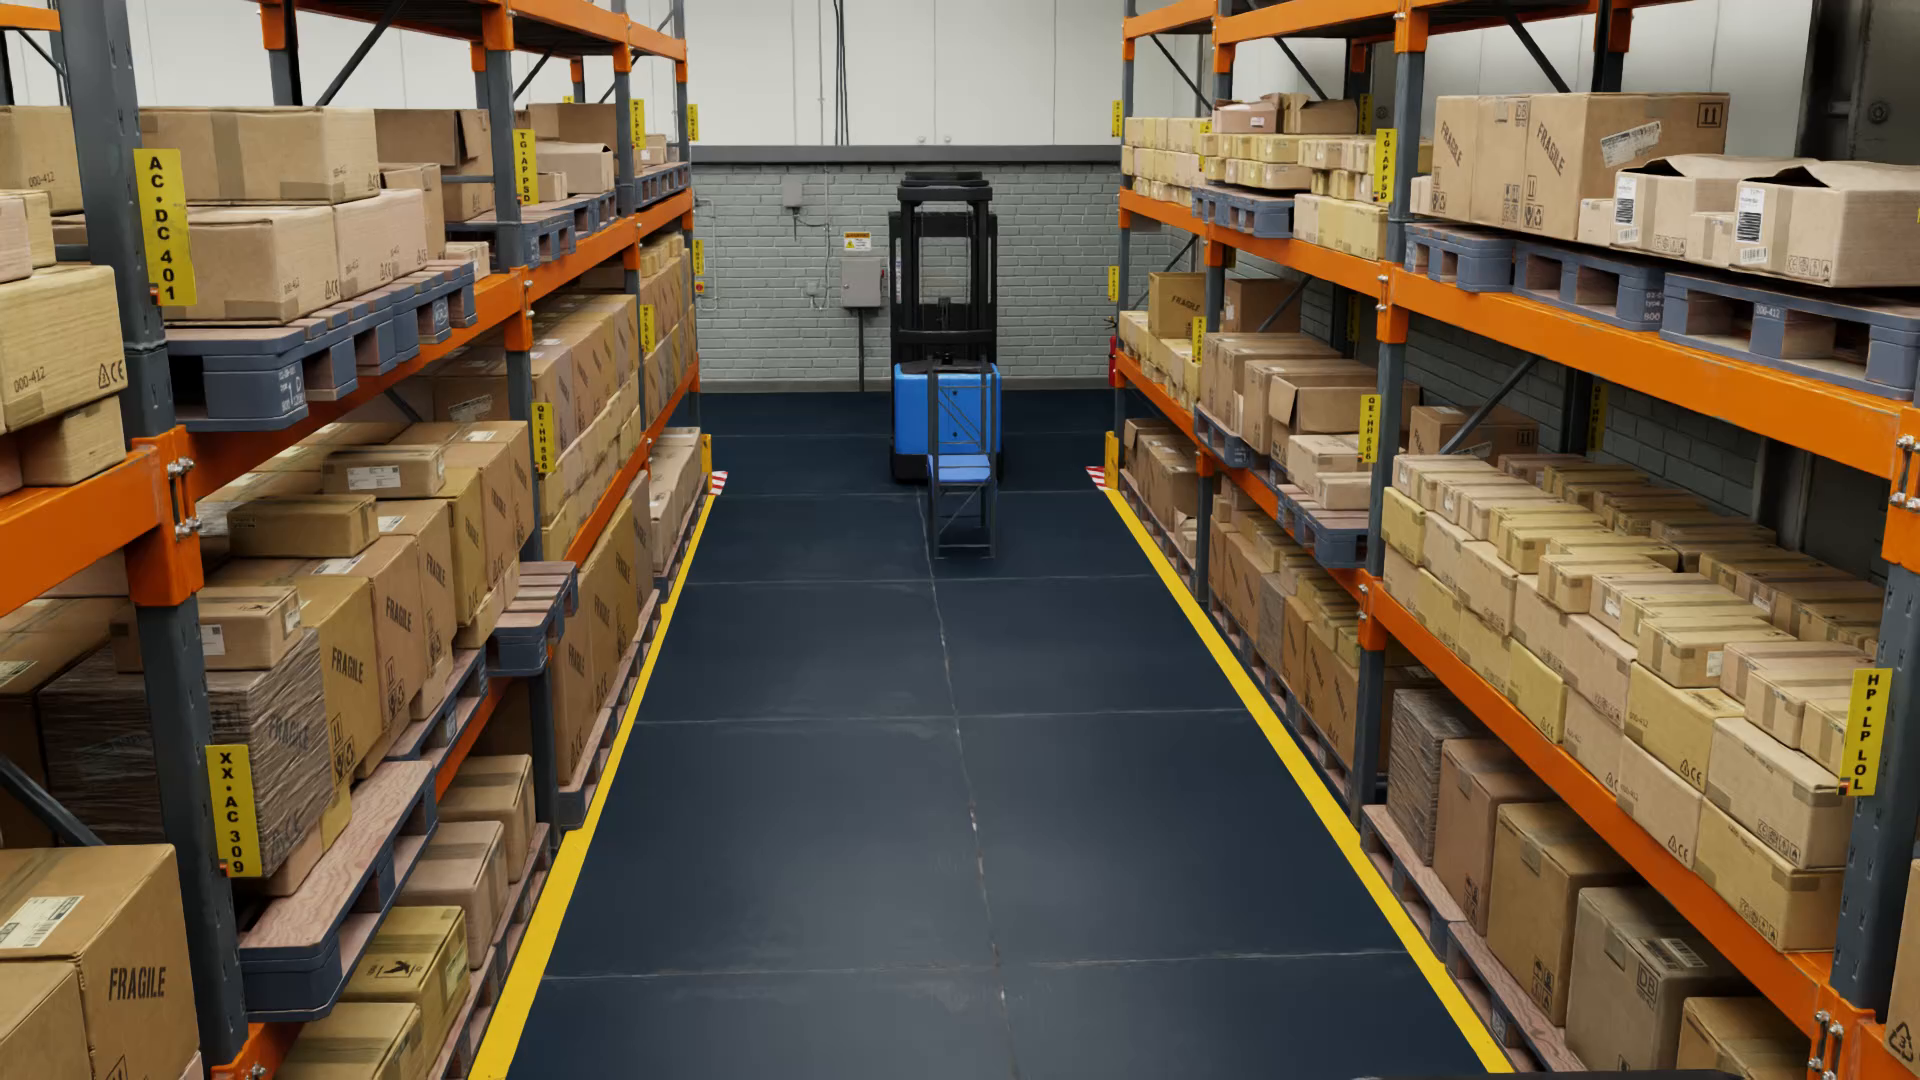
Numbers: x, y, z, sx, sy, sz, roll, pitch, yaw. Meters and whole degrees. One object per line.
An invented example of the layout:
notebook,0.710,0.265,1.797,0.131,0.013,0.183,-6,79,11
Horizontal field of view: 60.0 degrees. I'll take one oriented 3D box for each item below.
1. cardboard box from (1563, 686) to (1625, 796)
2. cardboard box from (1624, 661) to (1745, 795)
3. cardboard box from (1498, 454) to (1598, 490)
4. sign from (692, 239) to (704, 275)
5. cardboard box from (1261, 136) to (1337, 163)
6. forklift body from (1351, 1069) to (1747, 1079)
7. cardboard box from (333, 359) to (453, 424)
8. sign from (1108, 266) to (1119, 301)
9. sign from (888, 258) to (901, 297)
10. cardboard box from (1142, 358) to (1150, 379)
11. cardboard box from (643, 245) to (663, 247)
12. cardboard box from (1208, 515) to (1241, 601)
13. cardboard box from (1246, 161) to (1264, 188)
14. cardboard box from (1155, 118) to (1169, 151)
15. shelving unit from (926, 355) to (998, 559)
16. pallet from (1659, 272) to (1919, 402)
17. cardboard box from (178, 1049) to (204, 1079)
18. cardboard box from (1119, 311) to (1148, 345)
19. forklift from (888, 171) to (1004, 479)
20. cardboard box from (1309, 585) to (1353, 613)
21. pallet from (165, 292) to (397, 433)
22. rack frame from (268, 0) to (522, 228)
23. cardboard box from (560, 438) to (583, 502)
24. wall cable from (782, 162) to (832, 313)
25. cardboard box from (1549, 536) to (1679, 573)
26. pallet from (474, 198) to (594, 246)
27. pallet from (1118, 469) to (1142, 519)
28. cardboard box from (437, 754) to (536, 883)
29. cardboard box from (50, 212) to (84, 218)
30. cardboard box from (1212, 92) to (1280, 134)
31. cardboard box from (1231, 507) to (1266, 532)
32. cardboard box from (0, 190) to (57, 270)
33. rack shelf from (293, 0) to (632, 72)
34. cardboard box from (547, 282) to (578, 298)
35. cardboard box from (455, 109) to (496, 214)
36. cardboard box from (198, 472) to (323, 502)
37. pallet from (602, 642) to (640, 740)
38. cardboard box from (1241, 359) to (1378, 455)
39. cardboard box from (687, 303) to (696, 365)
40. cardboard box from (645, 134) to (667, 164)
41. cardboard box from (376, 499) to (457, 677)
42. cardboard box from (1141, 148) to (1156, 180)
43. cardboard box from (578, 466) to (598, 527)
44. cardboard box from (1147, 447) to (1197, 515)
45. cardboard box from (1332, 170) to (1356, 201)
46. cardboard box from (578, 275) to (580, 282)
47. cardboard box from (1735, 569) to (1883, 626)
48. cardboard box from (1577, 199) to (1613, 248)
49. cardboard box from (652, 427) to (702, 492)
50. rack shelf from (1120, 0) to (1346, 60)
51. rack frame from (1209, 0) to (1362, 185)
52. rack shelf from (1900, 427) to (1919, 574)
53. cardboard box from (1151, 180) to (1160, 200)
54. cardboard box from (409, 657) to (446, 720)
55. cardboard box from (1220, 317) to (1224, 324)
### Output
cardboard box,2.406,0.681,5.662,0.500,0.250,0.500,-1,14,-3
cardboard box,2.410,0.563,5.117,0.500,0.250,0.500,-1,14,-5
cardboard box,2.709,-0.301,7.675,0.380,0.149,0.250,0,14,-2
sign,-2.420,-2.609,15.347,0.100,0.325,0.005,-1,14,-3
cardboard box,1.974,-2.275,9.692,0.380,0.149,0.250,-1,14,-3
forklift body,1.045,1.941,2.167,2.313,2.155,1.214,-1,14,-3
cardboard box,-2.760,-0.596,8.116,0.500,0.500,0.500,-1,14,-5
sign,1.450,-2.417,15.663,0.100,0.325,0.005,-1,14,-3
sign,-0.749,-3.340,21.177,0.329,0.494,0.001,-1,14,-3
cardboard box,1.768,-1.477,14.252,0.380,0.149,0.250,-1,14,-5
cardboard box,-2.609,-2.307,13.464,0.380,0.149,0.250,0,14,-2
cardboard box,2.045,0.120,11.715,0.500,0.500,0.500,0,14,-1
cardboard box,1.933,-2.196,9.984,0.380,0.149,0.250,-1,14,-2
cardboard box,1.868,-3.280,13.435,0.500,0.250,0.500,0,14,-2
shelving unit,0.005,-0.705,13.757,0.538,1.500,1.048,-1,14,-3
pallet,2.667,-0.601,4.706,0.805,0.209,1.217,-1,15,-6
cardboard box,-1.895,1.253,3.642,0.380,0.149,0.250,-1,14,-4
cardboard box,1.751,-1.960,15.330,0.500,0.250,0.500,-1,14,-3
forklift,-0.181,-2.323,17.173,1.130,2.935,3.031,-1,14,-3
cardboard box,2.213,0.358,9.488,0.380,0.149,0.250,0,14,-2
pallet,-2.151,-0.461,4.155,1.213,0.211,1.003,-1,14,-3
rack frame,-2.467,-2.844,7.021,1.000,3.000,0.127,-1,14,-3
cardboard box,-2.283,-0.367,8.730,0.500,0.250,0.500,-1,14,-2
wall cable,-1.920,-3.847,20.921,0.588,1.984,0.122,-1,14,-3
cardboard box,2.416,0.089,6.159,0.380,0.149,0.250,-1,14,-3
pallet,-2.632,-1.737,9.119,1.003,0.211,1.213,0,14,-1
pallet,2.047,-0.438,15.307,1.003,0.211,1.213,-1,14,-3
cardboard box,-2.442,1.271,7.497,0.950,0.372,0.625,-2,15,-7
cardboard box,-2.400,-0.671,4.051,0.500,0.250,0.500,-1,14,-5
cardboard box,1.910,-2.858,11.129,0.396,0.266,0.258,-1,14,-4
cardboard box,2.090,-0.157,11.489,0.380,0.149,0.250,-1,14,-5
cardboard box,-1.981,-0.586,3.168,0.380,0.149,0.250,-1,14,-2
rack shelf,-2.591,-2.800,9.094,1.077,0.370,4.000,-1,14,-3
cardboard box,-3.019,-1.579,11.938,0.500,0.500,0.500,-1,14,-4
cardboard box,-2.718,-1.887,8.276,0.700,0.500,0.500,-2,15,-6
cardboard box,-2.591,0.042,6.202,0.500,0.500,0.500,-1,14,-2
pallet,-2.513,0.912,10.060,1.003,0.211,1.213,-1,14,-3
cardboard box,2.127,-0.815,10.132,0.700,0.500,0.500,-1,14,-4
cardboard box,-2.668,-1.861,15.039,0.500,0.500,0.500,-1,14,-3
cardboard box,-2.845,-3.450,14.652,0.500,0.250,0.500,-2,15,-9
cardboard box,-2.053,0.164,5.730,0.500,0.500,0.500,-1,15,-6
cardboard box,1.818,-3.162,13.980,0.500,0.250,0.500,-1,14,-5
cardboard box,-2.322,-0.250,9.279,0.500,0.250,0.500,0,14,-2
cardboard box,1.882,-0.499,14.120,0.500,0.500,0.500,-1,14,-2
cardboard box,2.179,-1.866,8.739,0.380,0.149,0.250,-1,14,-3
cardboard box,-2.965,-1.982,12.199,0.380,0.149,0.250,-1,14,-3
cardboard box,2.901,0.207,5.699,0.380,0.149,0.250,-1,14,-4
cardboard box,2.316,-1.065,5.587,0.380,0.149,0.250,-1,14,-4
cardboard box,-2.822,-0.728,15.137,0.875,0.438,0.875,-1,14,-5
rack shelf,2.116,-4.064,13.213,1.077,0.370,4.000,-1,14,-3
rack frame,2.239,-3.917,11.189,1.000,3.000,0.127,-1,14,-3
rack shelf,2.859,0.371,1.987,1.077,0.370,4.000,-1,14,-3
cardboard box,1.777,-2.871,13.651,0.380,0.149,0.250,-1,14,-3
cardboard box,-1.991,0.507,5.696,0.380,0.149,0.250,0,14,-1
cardboard box,2.316,-1.839,14.858,0.500,0.250,0.500,-1,14,-3
